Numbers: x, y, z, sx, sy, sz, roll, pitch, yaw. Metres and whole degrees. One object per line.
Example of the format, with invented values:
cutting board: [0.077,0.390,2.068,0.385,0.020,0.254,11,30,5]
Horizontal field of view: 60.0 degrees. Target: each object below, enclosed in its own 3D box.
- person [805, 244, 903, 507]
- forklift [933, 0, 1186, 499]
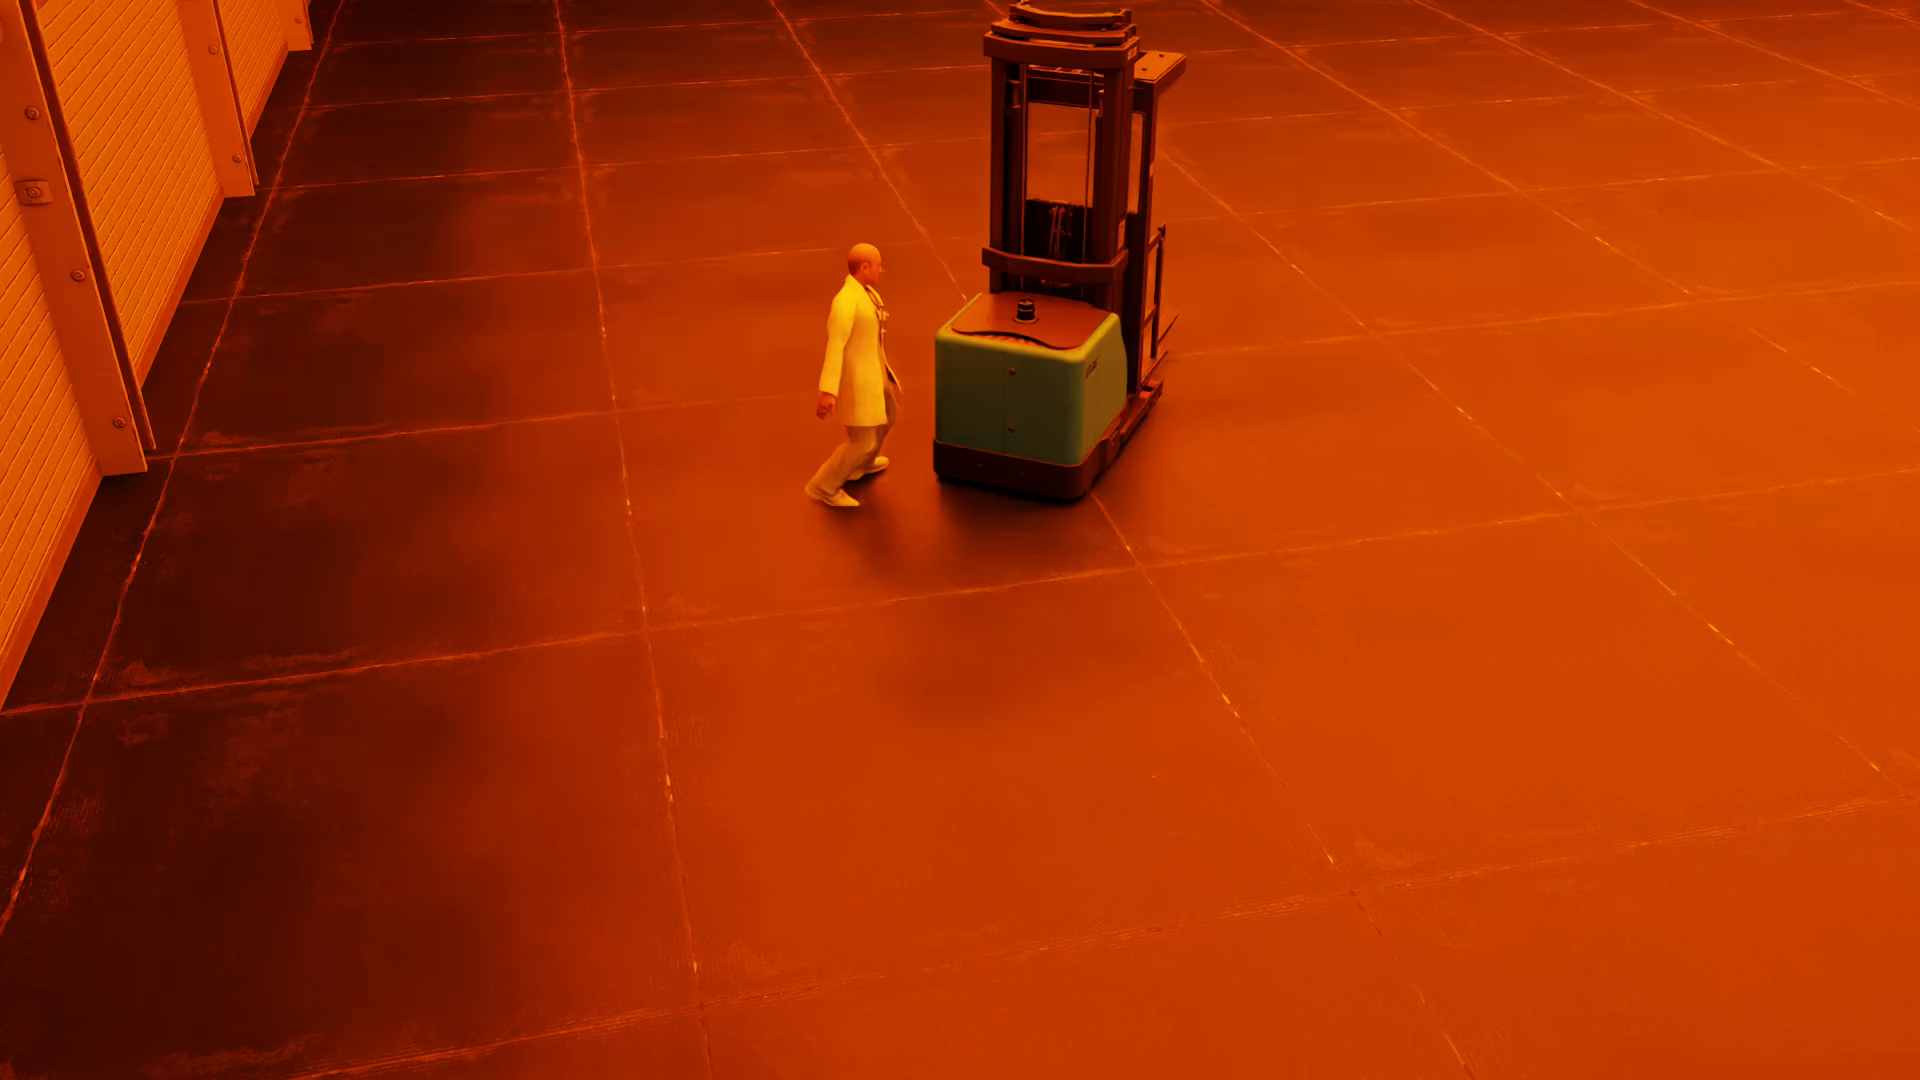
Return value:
person: [-0.703,-1.025,10.619,0.585,1.739,0.935,6,31,11]
forklift: [0.849,-2.257,11.473,1.130,2.935,3.031,12,32,19]
